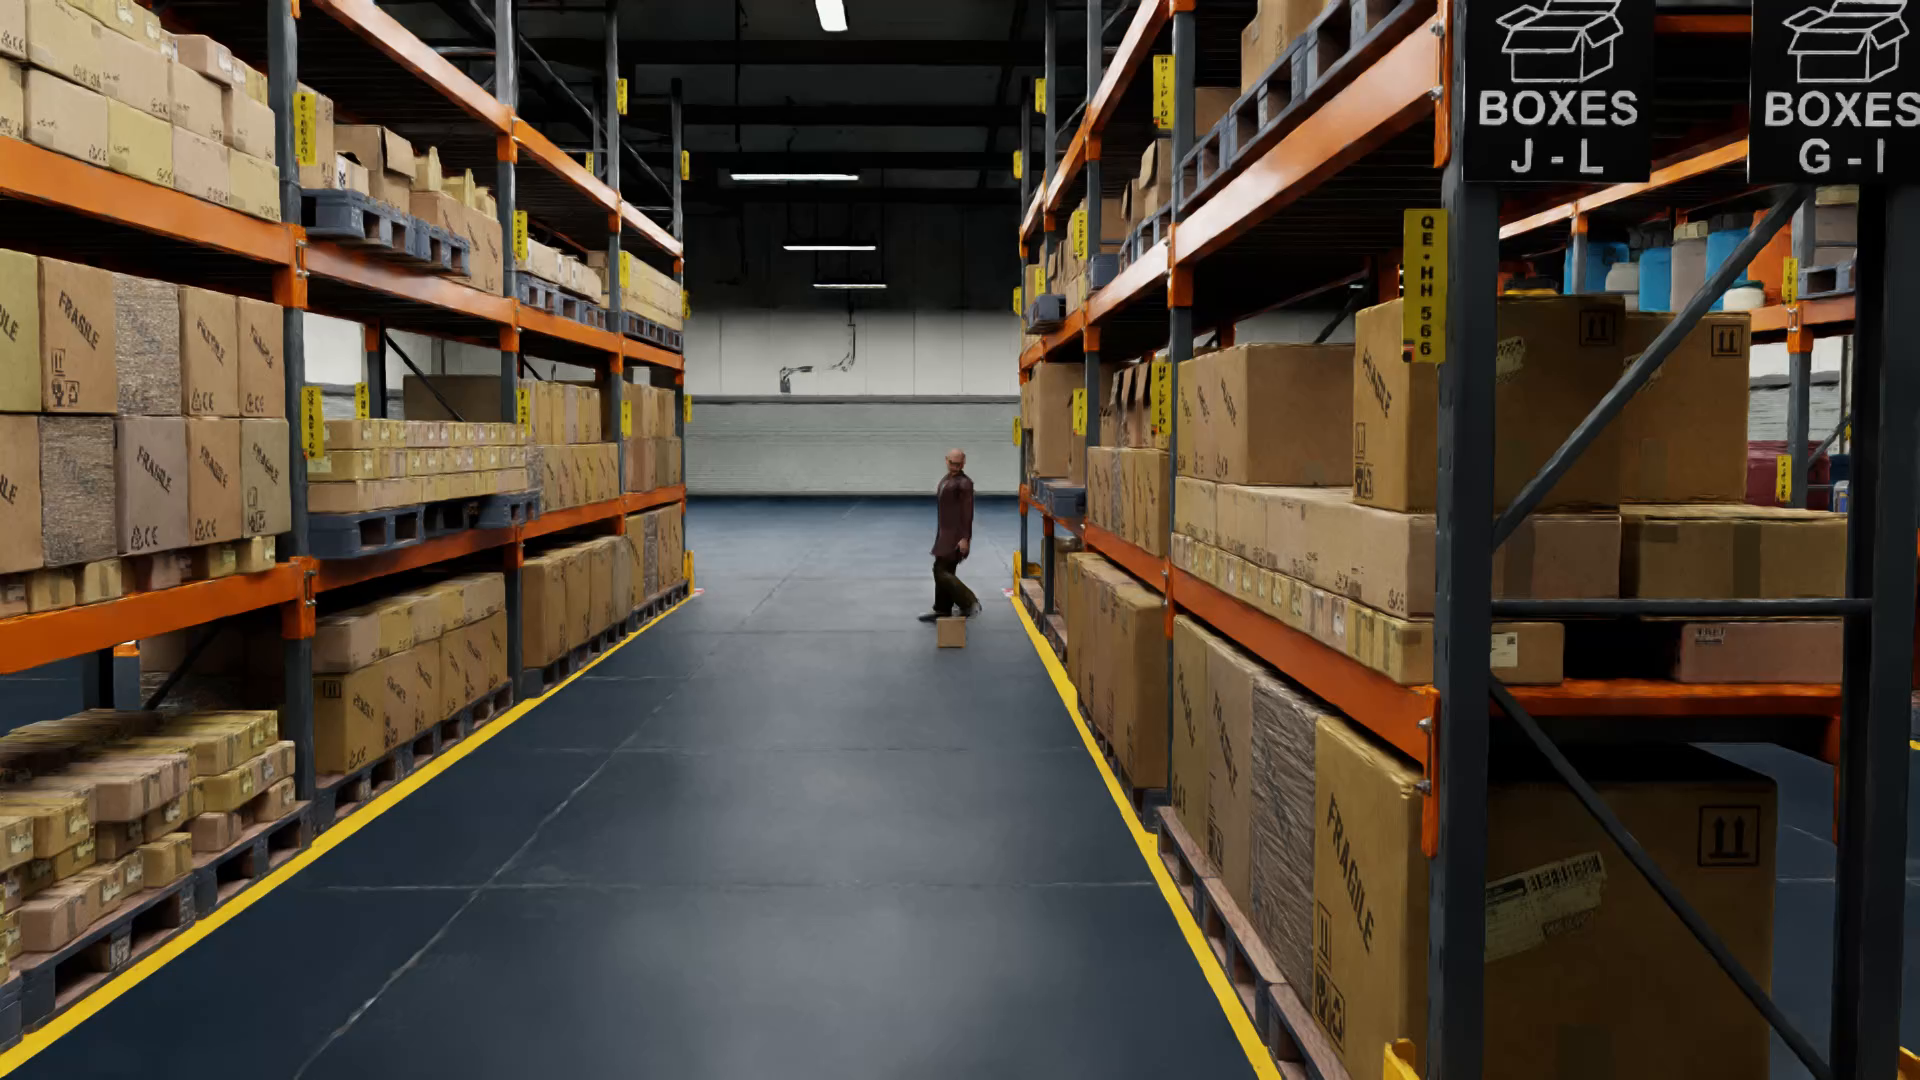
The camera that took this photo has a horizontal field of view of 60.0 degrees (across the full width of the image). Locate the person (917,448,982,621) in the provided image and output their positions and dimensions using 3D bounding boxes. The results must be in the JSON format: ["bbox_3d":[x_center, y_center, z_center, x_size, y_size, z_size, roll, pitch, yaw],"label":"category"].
[{"bbox_3d":[-0.107,-0.042,16.529,0.578,1.741,0.689,-1,4,-10],"label":"person"}]
